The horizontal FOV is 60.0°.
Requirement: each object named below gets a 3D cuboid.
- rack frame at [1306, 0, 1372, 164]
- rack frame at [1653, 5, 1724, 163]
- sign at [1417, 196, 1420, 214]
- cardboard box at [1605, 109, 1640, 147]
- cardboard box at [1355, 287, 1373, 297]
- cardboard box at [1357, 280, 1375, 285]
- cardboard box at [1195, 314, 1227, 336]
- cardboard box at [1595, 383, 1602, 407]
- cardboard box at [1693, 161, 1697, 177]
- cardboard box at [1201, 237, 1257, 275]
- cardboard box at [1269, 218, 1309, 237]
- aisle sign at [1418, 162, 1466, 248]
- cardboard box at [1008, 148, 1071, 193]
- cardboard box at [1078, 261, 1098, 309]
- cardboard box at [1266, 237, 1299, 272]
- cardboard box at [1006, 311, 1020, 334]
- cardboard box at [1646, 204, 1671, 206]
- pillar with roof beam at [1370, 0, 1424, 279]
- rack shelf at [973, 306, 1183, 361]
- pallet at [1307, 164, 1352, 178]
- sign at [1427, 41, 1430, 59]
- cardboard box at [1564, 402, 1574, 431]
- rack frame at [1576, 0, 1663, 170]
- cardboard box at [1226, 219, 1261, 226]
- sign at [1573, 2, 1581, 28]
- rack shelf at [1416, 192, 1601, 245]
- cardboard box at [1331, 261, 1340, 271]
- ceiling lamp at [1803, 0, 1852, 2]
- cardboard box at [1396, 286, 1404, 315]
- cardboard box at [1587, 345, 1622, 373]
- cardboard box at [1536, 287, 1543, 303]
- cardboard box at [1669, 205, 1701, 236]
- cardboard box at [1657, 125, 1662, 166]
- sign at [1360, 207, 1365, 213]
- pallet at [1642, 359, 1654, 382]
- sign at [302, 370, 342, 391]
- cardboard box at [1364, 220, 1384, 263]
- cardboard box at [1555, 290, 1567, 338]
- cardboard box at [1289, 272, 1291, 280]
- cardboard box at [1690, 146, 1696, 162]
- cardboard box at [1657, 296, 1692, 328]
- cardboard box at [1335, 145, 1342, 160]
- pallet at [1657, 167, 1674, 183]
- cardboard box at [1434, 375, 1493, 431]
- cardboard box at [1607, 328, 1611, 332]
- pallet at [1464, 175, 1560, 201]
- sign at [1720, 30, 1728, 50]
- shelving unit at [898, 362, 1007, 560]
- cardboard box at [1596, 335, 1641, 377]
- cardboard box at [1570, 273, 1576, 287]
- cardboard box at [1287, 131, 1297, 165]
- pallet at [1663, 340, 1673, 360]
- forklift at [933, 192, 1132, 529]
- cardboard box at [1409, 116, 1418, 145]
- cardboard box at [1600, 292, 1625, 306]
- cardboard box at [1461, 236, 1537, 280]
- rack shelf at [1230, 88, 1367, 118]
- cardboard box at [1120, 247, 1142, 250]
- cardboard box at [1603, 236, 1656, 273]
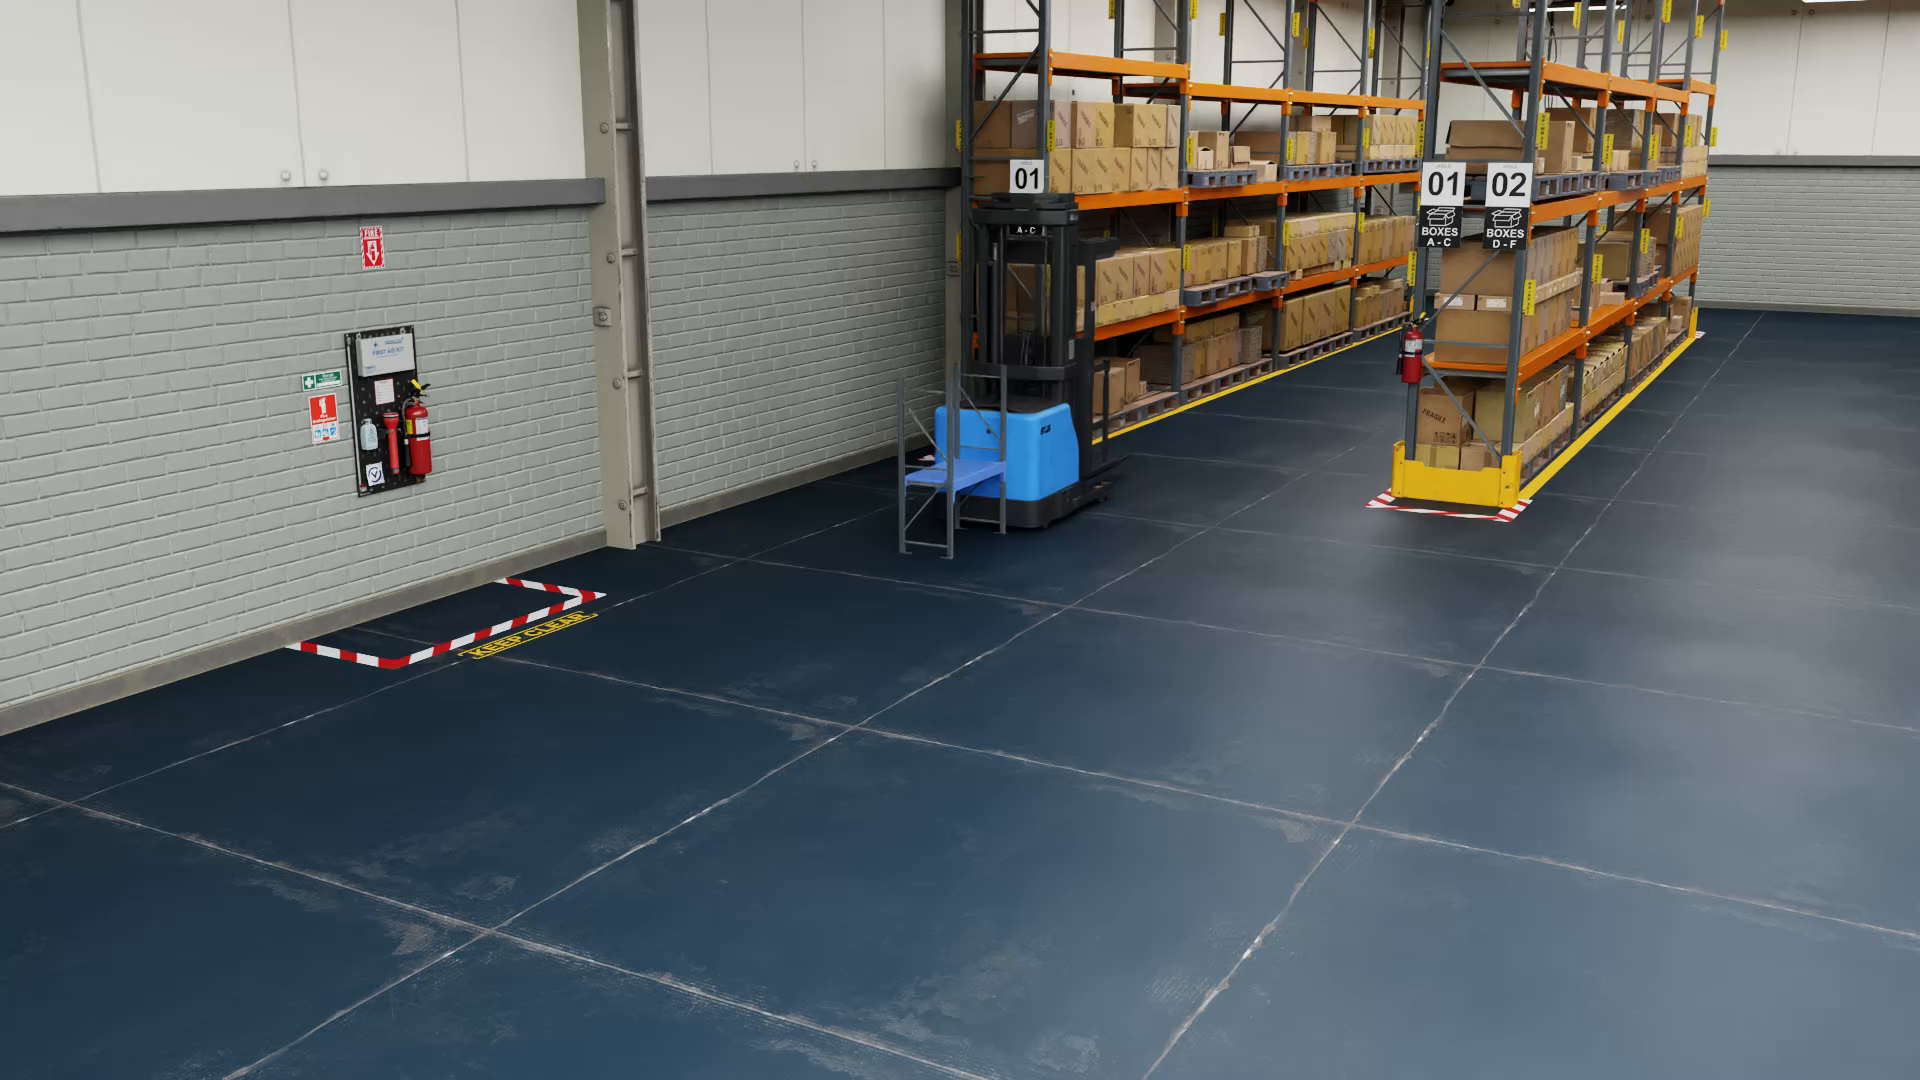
[{"bbox_3d":[6.281,-7.802,27.696,1.000,3.000,0.127,7,15,28],"label":"rack frame"},{"bbox_3d":[12.553,-8.062,28.775,1.000,3.000,0.127,7,15,28],"label":"rack frame"},{"bbox_3d":[8.683,-6.320,31.373,0.100,0.325,0.005,7,15,28],"label":"sign"},{"bbox_3d":[8.902,-5.586,22.558,0.500,0.500,0.500,7,15,28],"label":"cardboard box"},{"bbox_3d":[7.058,-4.381,29.361,0.380,0.149,0.250,8,16,30],"label":"cardboard box"},{"bbox_3d":[7.484,-4.749,30.884,0.380,0.149,0.250,8,15,29],"label":"cardboard box"},{"bbox_3d":[3.471,-3.059,23.616,0.500,0.250,0.500,7,15,28],"label":"cardboard box"},{"bbox_3d":[7.660,-1.817,20.643,0.500,0.250,0.500,7,15,26],"label":"cardboard box"},{"bbox_3d":[11.798,-6.090,27.313,0.500,0.250,0.500,7,15,28],"label":"cardboard box"},{"bbox_3d":[3.883,-4.112,24.039,0.700,0.500,0.500,6,15,23],"label":"cardboard box"},{"bbox_3d":[5.052,-4.807,25.581,0.500,0.250,0.500,7,15,27],"label":"cardboard box"},{"bbox_3d":[4.530,-3.147,15.640,0.394,0.787,0.004,7,15,28],"label":"aisle sign"},{"bbox_3d":[0.861,-3.981,17.989,0.500,0.500,0.500,8,16,30],"label":"cardboard box"},{"bbox_3d":[1.222,-2.889,18.795,0.500,0.500,0.500,7,15,28],"label":"cardboard box"},{"bbox_3d":[4.807,-4.339,25.239,0.500,0.500,0.500,8,16,30],"label":"cardboard box"},{"bbox_3d":[0.537,-2.478,18.691,0.500,0.250,0.500,8,16,29],"label":"cardboard box"},{"bbox_3d":[12.108,-5.619,29.096,0.500,0.500,0.500,8,16,30],"label":"cardboard box"},{"bbox_3d":[12.532,-8.787,31.781,9.100,9.000,0.548,7,15,28],"label":"pillar with roof beam"},{"bbox_3d":[1.447,-2.484,19.973,1.077,0.370,4.000,7,15,28],"label":"rack shelf"},{"bbox_3d":[5.881,-6.057,27.267,0.805,0.209,1.217,7,15,26],"label":"pallet"},{"bbox_3d":[8.683,-9.051,30.714,0.100,0.325,0.005,7,15,28],"label":"sign"},{"bbox_3d":[6.719,-1.432,19.042,0.500,0.250,0.500,7,15,28],"label":"cardboard box"},{"bbox_3d":[8.686,-6.421,21.967,1.000,3.000,0.127,7,15,28],"label":"rack frame"},{"bbox_3d":[4.340,-4.755,25.366,0.500,0.250,0.500,8,16,30],"label":"cardboard box"},{"bbox_3d":[8.206,-6.973,22.095,0.100,0.325,0.005,7,15,28],"label":"sign"},{"bbox_3d":[5.785,-3.382,17.297,1.077,0.370,4.000,7,15,28],"label":"rack shelf"},{"bbox_3d":[6.024,-4.509,27.328,0.380,0.149,0.250,7,15,28],"label":"cardboard box"},{"bbox_3d":[16.039,-11.166,29.196,2.000,3.185,0.800,7,15,28],"label":"ceiling lamp"},{"bbox_3d":[7.964,-4.540,31.404,0.700,0.500,0.500,7,15,28],"label":"cardboard box"},{"bbox_3d":[8.403,-2.402,21.871,0.500,0.311,0.500,7,15,27],"label":"cardboard box"},{"bbox_3d":[5.694,-2.495,16.887,0.380,0.149,0.250,7,15,26],"label":"cardboard box"},{"bbox_3d":[12.335,-5.454,28.411,0.500,0.500,0.500,8,16,30],"label":"cardboard box"},{"bbox_3d":[10.312,-5.990,25.256,0.600,0.600,0.600,6,15,23],"label":"cardboard box"},{"bbox_3d":[7.732,-6.230,31.958,0.100,0.325,0.005,7,15,28],"label":"sign"},{"bbox_3d":[9.671,-2.547,24.649,1.003,0.211,1.213,7,15,28],"label":"pallet"},{"bbox_3d":[-4.415,-1.105,11.510,0.001,0.109,0.331,7,15,28],"label":"sign"},{"bbox_3d":[6.916,-5.290,29.437,0.980,0.700,0.700,7,15,27],"label":"cardboard box"},{"bbox_3d":[6.294,-2.532,18.422,0.700,0.500,0.500,7,15,27],"label":"cardboard box"},{"bbox_3d":[4.839,-4.045,25.404,0.380,0.149,0.250,8,16,29],"label":"cardboard box"},{"bbox_3d":[11.564,-6.229,26.825,0.500,0.250,0.500,7,15,28],"label":"cardboard box"},{"bbox_3d":[12.506,-4.005,29.141,0.500,0.500,0.500,7,15,28],"label":"cardboard box"},{"bbox_3d":[6.407,-6.691,28.697,0.500,0.250,0.500,8,15,29],"label":"cardboard box"},{"bbox_3d":[9.744,-5.353,24.339,1.213,0.211,1.003,7,15,28],"label":"pallet"},{"bbox_3d":[5.288,-1.446,17.502,0.500,0.500,0.500,7,15,28],"label":"cardboard box"},{"bbox_3d":[9.183,-2.828,24.258,0.500,0.500,0.500,7,15,26],"label":"cardboard box"},{"bbox_3d":[5.183,-3.421,16.111,1.003,0.211,1.213,7,15,28],"label":"pallet"},{"bbox_3d":[13.029,-8.526,28.369,0.100,0.325,0.005,7,15,28],"label":"sign"},{"bbox_3d":[-0.055,-0.699,14.232,0.538,1.500,1.048,7,15,26],"label":"shelving unit"},{"bbox_3d":[9.156,-2.564,23.165,0.500,0.500,0.500,8,16,30],"label":"cardboard box"},{"bbox_3d":[6.687,-2.917,18.637,0.380,0.149,0.250,7,15,27],"label":"cardboard box"},{"bbox_3d":[4.742,-6.006,25.496,0.700,0.500,0.500,6,15,25],"label":"cardboard box"},{"bbox_3d":[10.952,-3.110,26.985,1.003,0.211,1.213,7,15,28],"label":"pallet"},{"bbox_3d":[0.844,-1.825,15.851,1.130,2.935,3.031,6,15,25],"label":"forklift"},{"bbox_3d":[8.100,-7.528,30.569,0.500,0.500,0.500,7,15,28],"label":"cardboard box"},{"bbox_3d":[8.493,-3.167,21.805,0.380,0.149,0.250,7,15,28],"label":"cardboard box"},{"bbox_3d":[5.330,-2.756,16.585,0.700,0.500,0.500,7,15,27],"label":"cardboard box"},{"bbox_3d":[5.315,-6.848,26.125,1.077,0.370,4.000,7,15,28],"label":"rack shelf"},{"bbox_3d":[2.004,-3.473,21.217,0.500,0.500,0.500,7,15,27],"label":"cardboard box"},{"bbox_3d":[9.820,-4.209,24.481,0.700,0.500,0.500,3,14,14],"label":"cardboard box"}]
